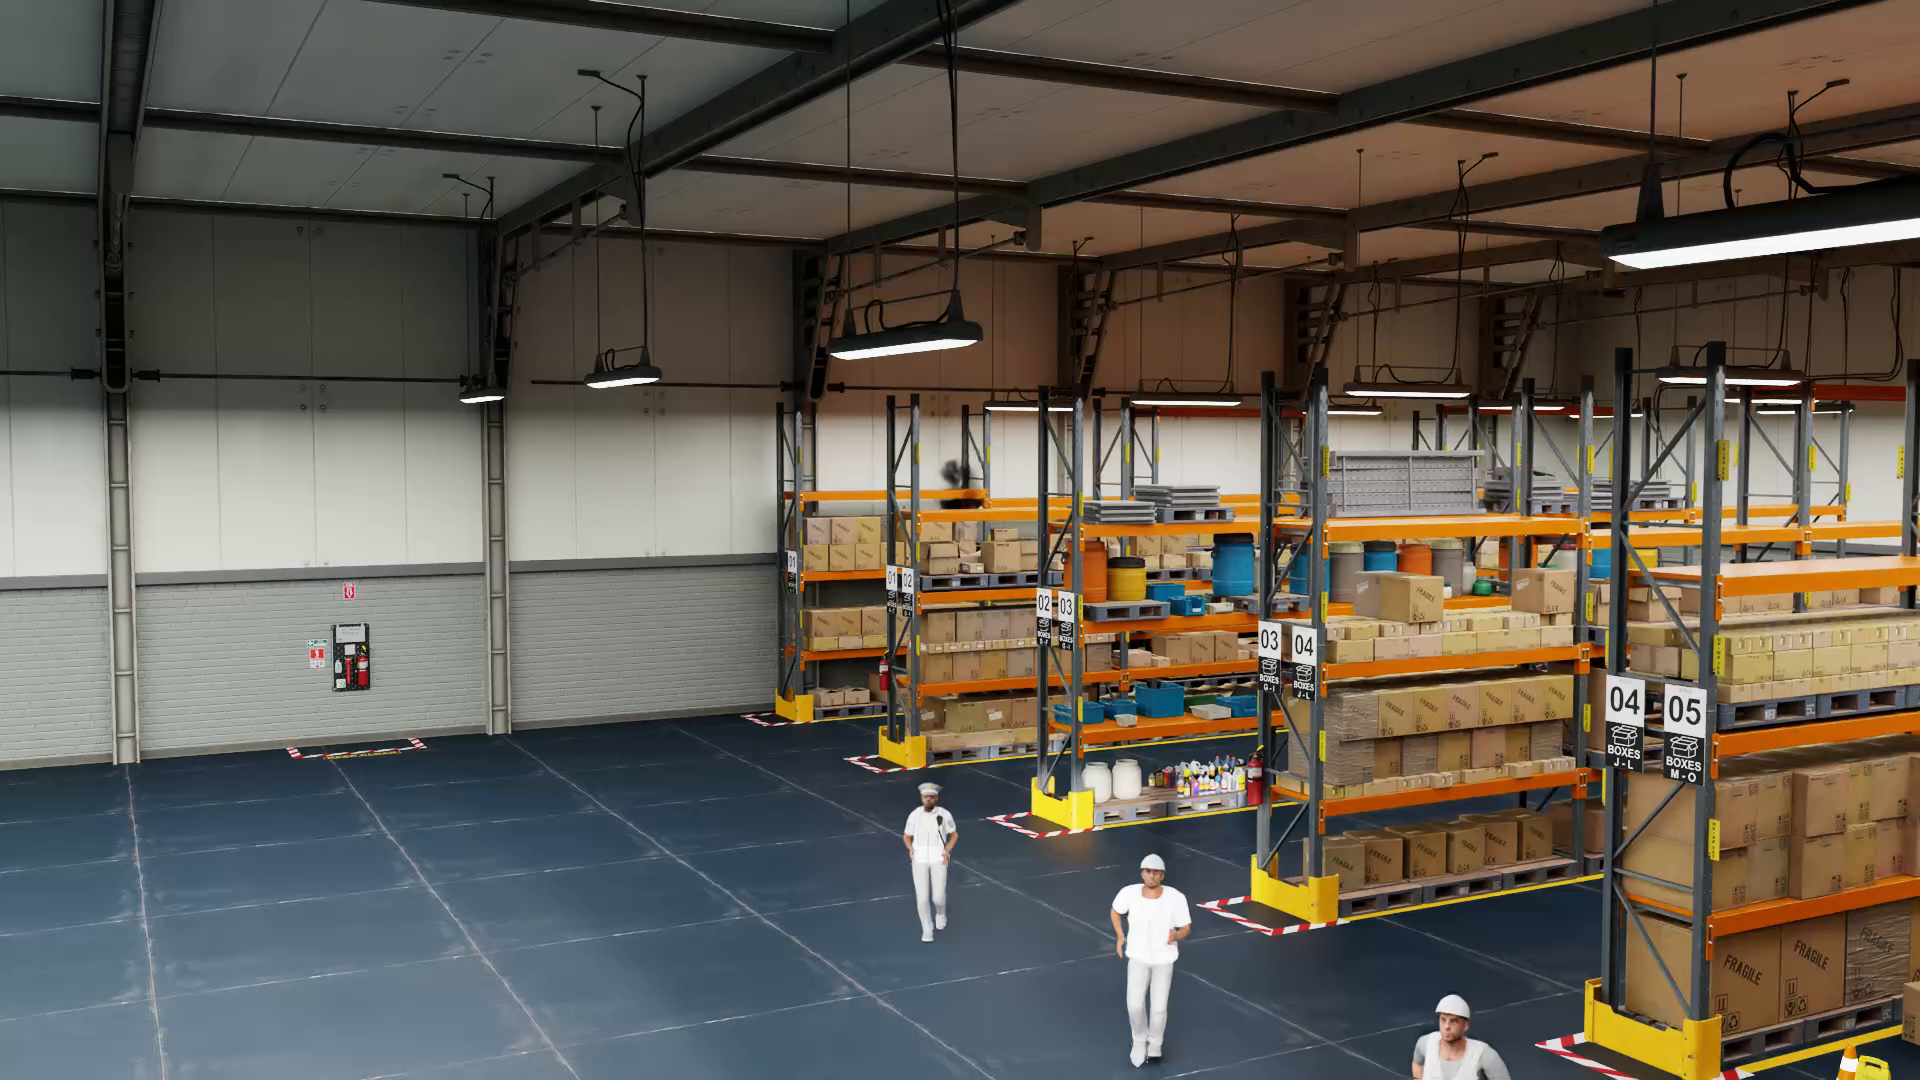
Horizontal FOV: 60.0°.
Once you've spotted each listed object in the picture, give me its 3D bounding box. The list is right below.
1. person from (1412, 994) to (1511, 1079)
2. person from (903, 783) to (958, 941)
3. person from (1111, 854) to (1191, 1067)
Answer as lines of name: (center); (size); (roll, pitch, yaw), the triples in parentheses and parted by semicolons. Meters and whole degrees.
person: (3.072, 3.682, 10.231); (0.633, 1.804, 0.928); (1, 4, 24)
person: (-0.320, 3.351, 17.390); (0.572, 1.651, 0.578); (0, 3, 5)
person: (1.578, 3.508, 13.834); (0.679, 1.770, 0.652); (0, 3, 8)
